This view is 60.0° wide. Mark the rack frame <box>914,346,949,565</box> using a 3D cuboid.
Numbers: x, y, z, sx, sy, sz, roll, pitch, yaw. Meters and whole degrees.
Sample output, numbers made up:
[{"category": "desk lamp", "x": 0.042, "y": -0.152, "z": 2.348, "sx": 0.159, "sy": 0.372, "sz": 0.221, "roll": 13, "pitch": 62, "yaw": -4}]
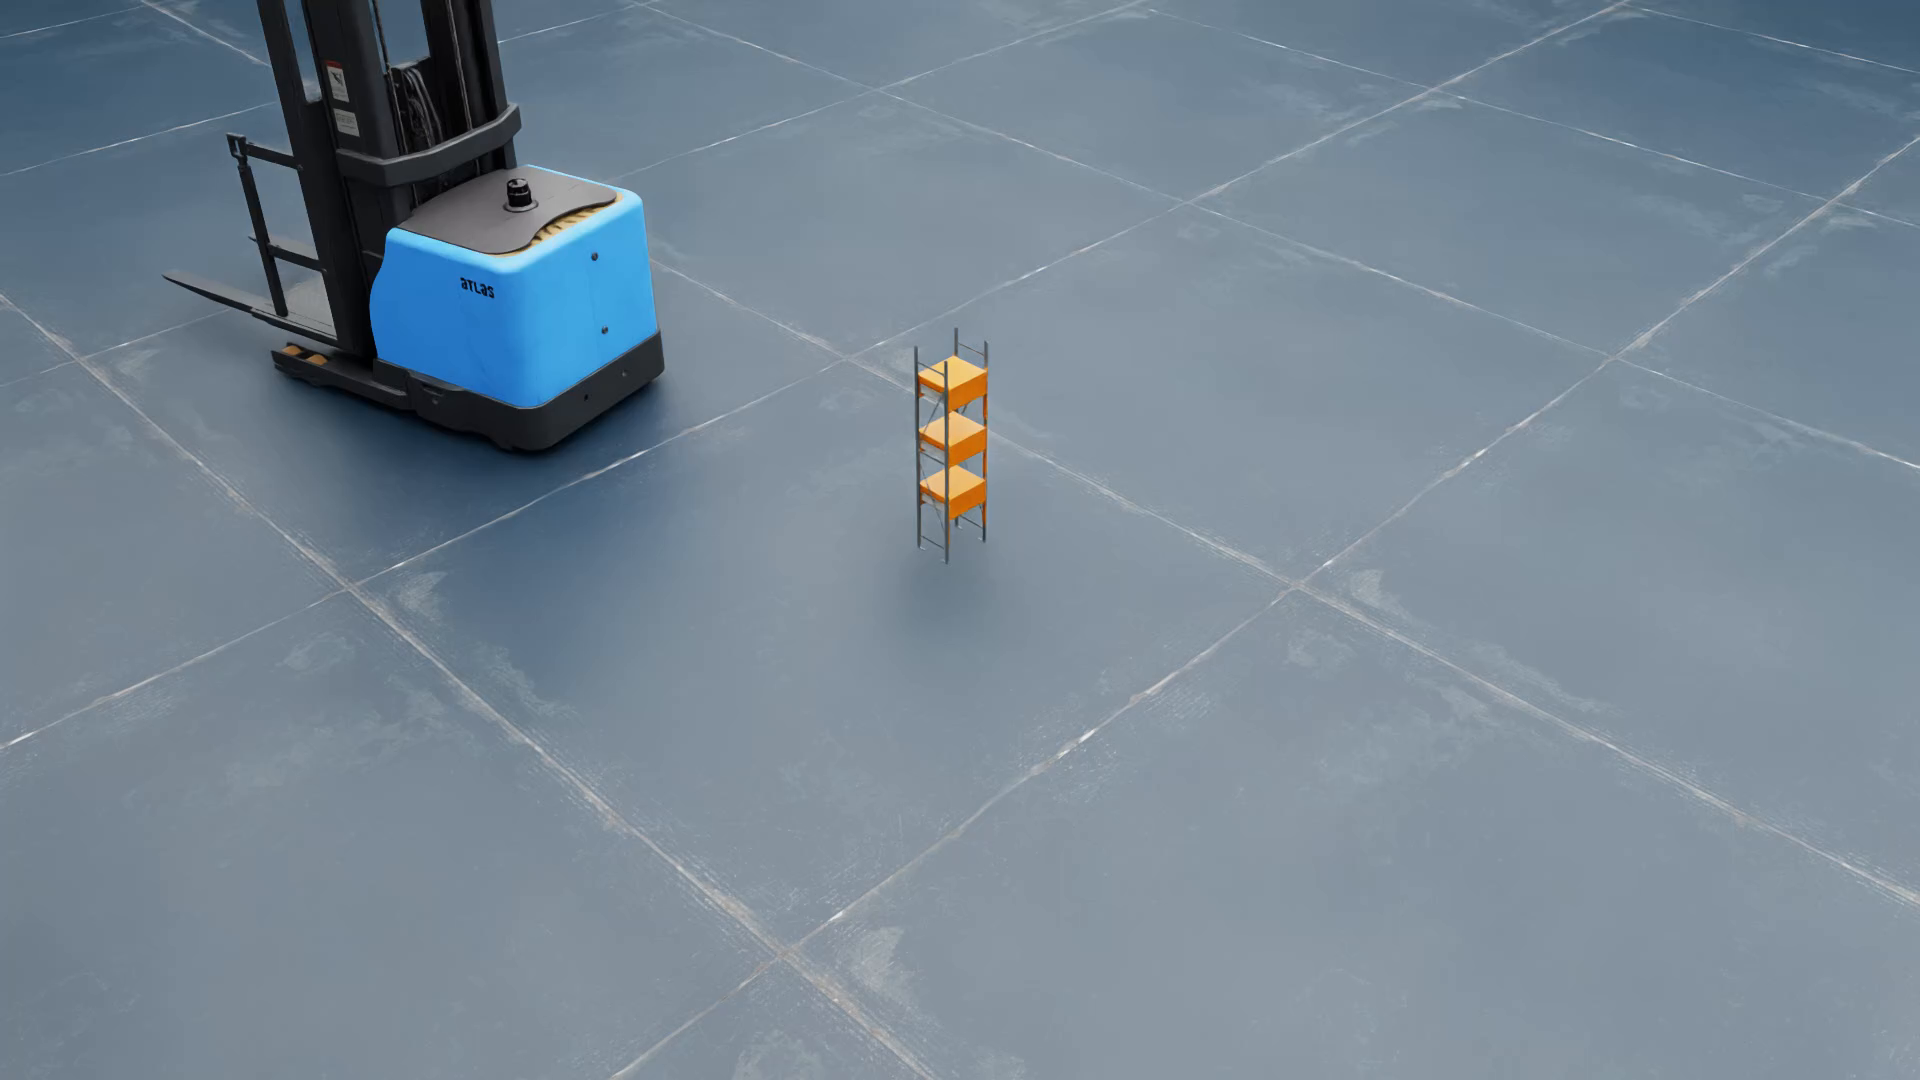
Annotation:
[{"category": "rack frame", "x": -0.124, "y": -0.359, "z": 7.348, "sx": 0.200, "sy": 1.050, "sz": 0.008, "roll": 30, "pitch": 45, "yaw": 35}]

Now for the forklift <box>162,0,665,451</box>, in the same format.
[{"category": "forklift", "x": -3.117, "y": -2.267, "z": 8.438, "sx": 3.031, "sy": 2.935, "sz": 1.130, "roll": 19, "pitch": 39, "yaw": 25}]

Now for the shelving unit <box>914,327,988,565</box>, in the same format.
[{"category": "shelving unit", "x": -0.038, "y": -0.409, "z": 7.419, "sx": 0.215, "sy": 1.050, "sz": 0.252, "roll": 30, "pitch": 45, "yaw": 35}]

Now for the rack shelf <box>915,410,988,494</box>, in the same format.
[{"category": "rack shelf", "x": -0.038, "y": -0.400, "z": 7.425, "sx": 0.215, "sy": 0.259, "sz": 0.240, "roll": 30, "pitch": 45, "yaw": 35}]

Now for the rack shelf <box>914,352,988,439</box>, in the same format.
[{"category": "rack shelf", "x": -0.038, "y": -0.633, "z": 7.262, "sx": 0.215, "sy": 0.259, "sz": 0.240, "roll": 30, "pitch": 45, "yaw": 35}]

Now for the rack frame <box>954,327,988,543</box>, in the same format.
[{"category": "rack frame", "x": 0.048, "y": -0.458, "z": 7.490, "sx": 0.200, "sy": 1.050, "sz": 0.008, "roll": 30, "pitch": 45, "yaw": 35}]

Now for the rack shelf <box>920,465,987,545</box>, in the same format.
[{"category": "rack shelf", "x": -0.038, "y": -0.172, "z": 7.584, "sx": 0.215, "sy": 0.259, "sz": 0.240, "roll": 30, "pitch": 45, "yaw": 35}]
